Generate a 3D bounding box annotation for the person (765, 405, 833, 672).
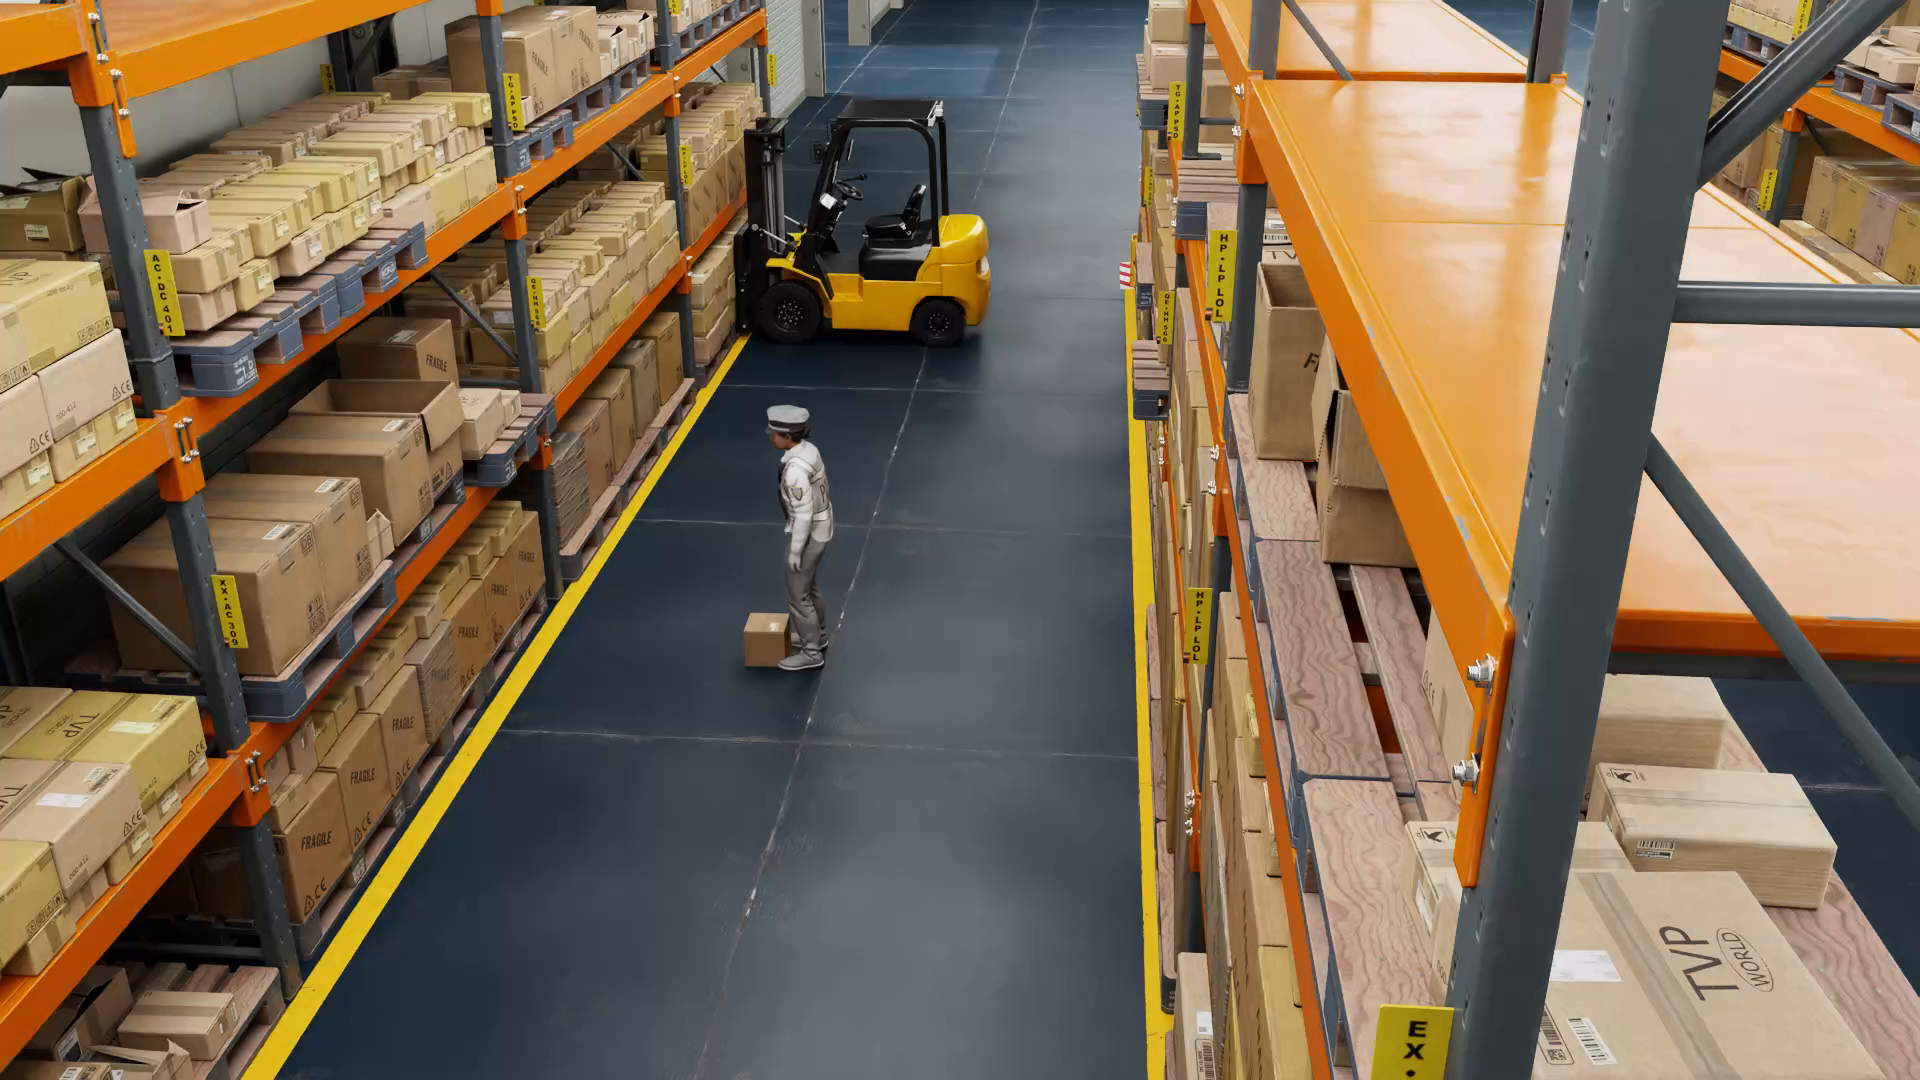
[{"bbox_3d":[-0.950,-0.014,10.019,0.375,1.662,0.527,1,25,2],"label":"person"}]
